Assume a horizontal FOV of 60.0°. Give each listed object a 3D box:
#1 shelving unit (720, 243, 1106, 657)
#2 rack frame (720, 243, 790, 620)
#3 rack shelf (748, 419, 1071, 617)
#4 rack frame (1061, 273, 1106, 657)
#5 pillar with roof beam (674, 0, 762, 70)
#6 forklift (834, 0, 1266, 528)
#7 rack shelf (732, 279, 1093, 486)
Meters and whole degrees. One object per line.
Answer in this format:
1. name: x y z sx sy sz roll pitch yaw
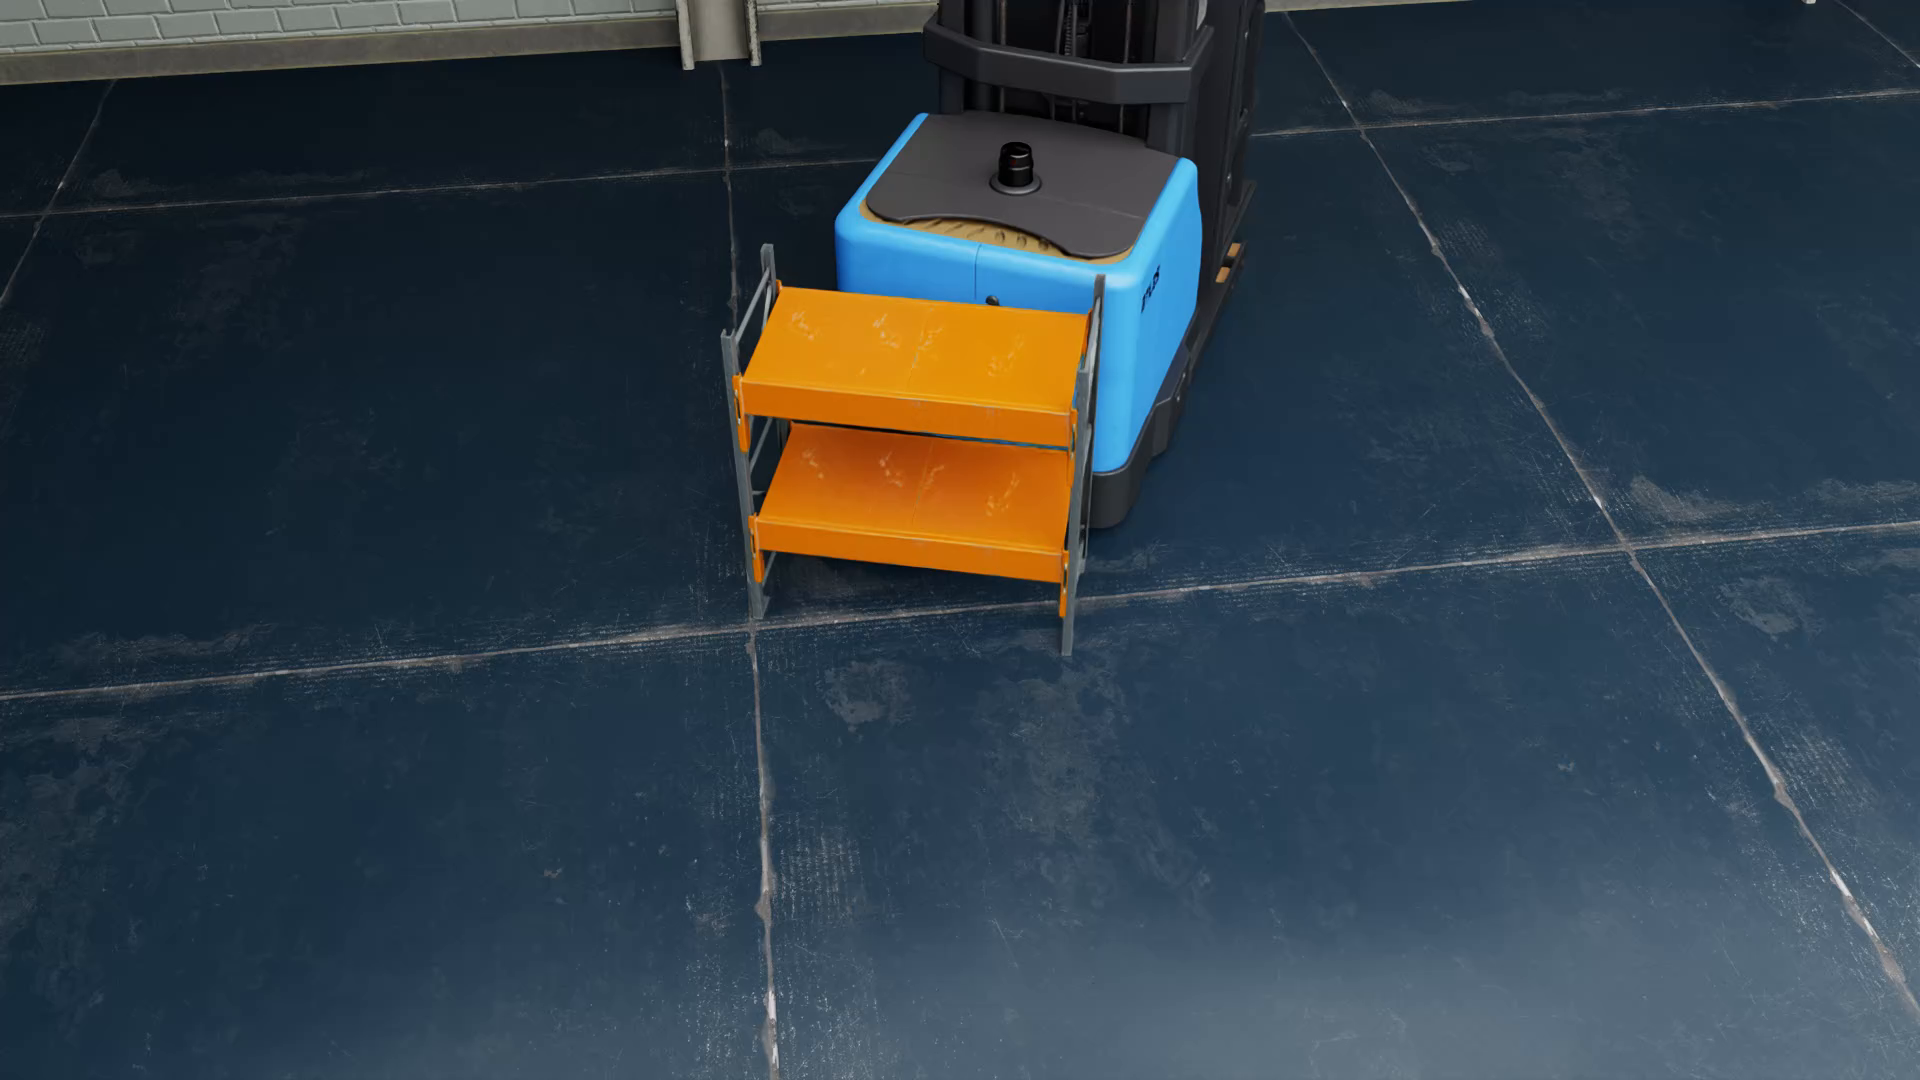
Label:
1. shelving unit: -0.122 -0.265 5.204 1.048 1.125 0.538 6 42 7
2. rack frame: -0.624 -0.320 5.265 0.032 1.125 0.500 6 42 7
3. rack shelf: -0.122 -0.084 5.368 1.000 0.278 0.538 6 42 7
4. rack frame: 0.379 -0.210 5.143 0.032 1.125 0.500 6 42 7
5. pillar with roof beam: -0.662 -2.970 2.324 0.400 9.000 9.100 -5 42 -6
6. forklift: 0.557 -2.127 5.919 1.130 2.935 3.031 14 44 15
7. rack shelf: -0.122 -0.483 5.008 1.000 0.278 0.538 6 42 7
